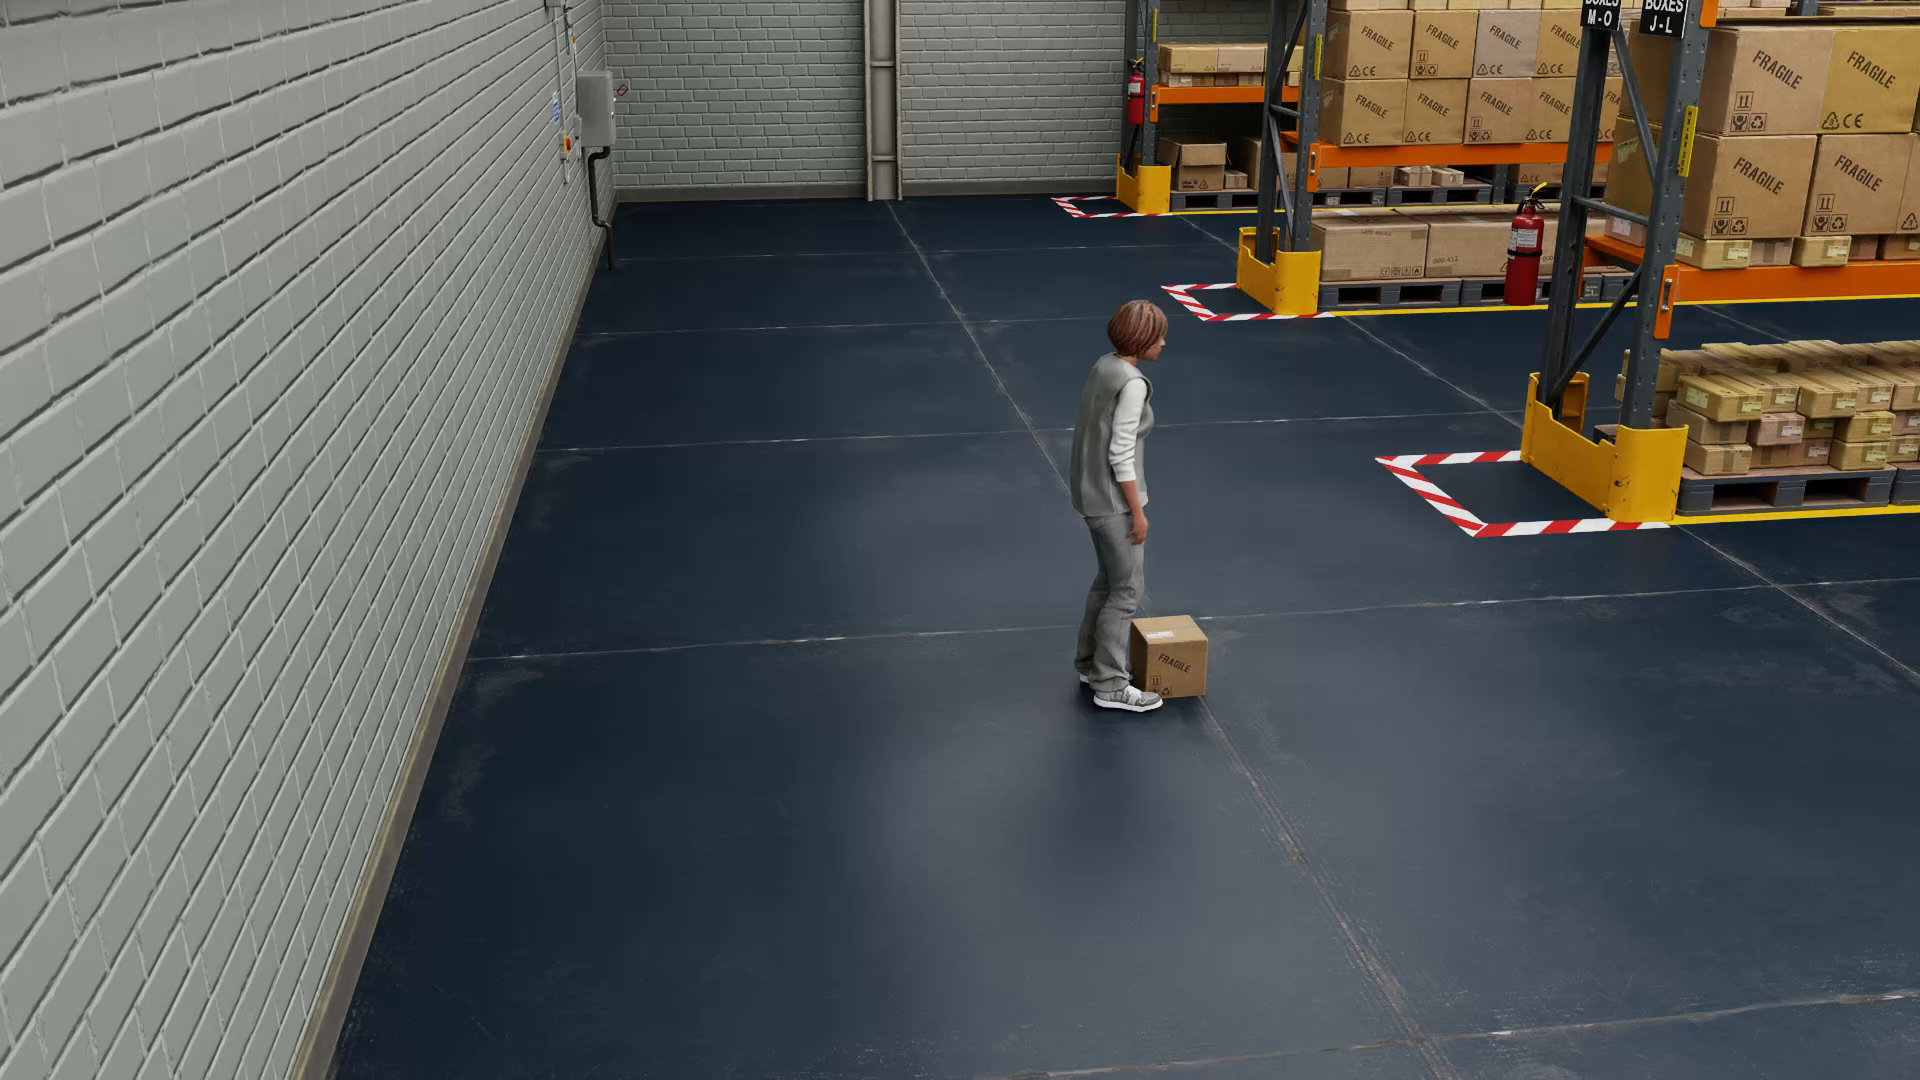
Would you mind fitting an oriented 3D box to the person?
[{"bbox_3d":[0.610,-0.139,6.468,0.344,1.593,0.462,-3,20,-8],"label":"person"}]
